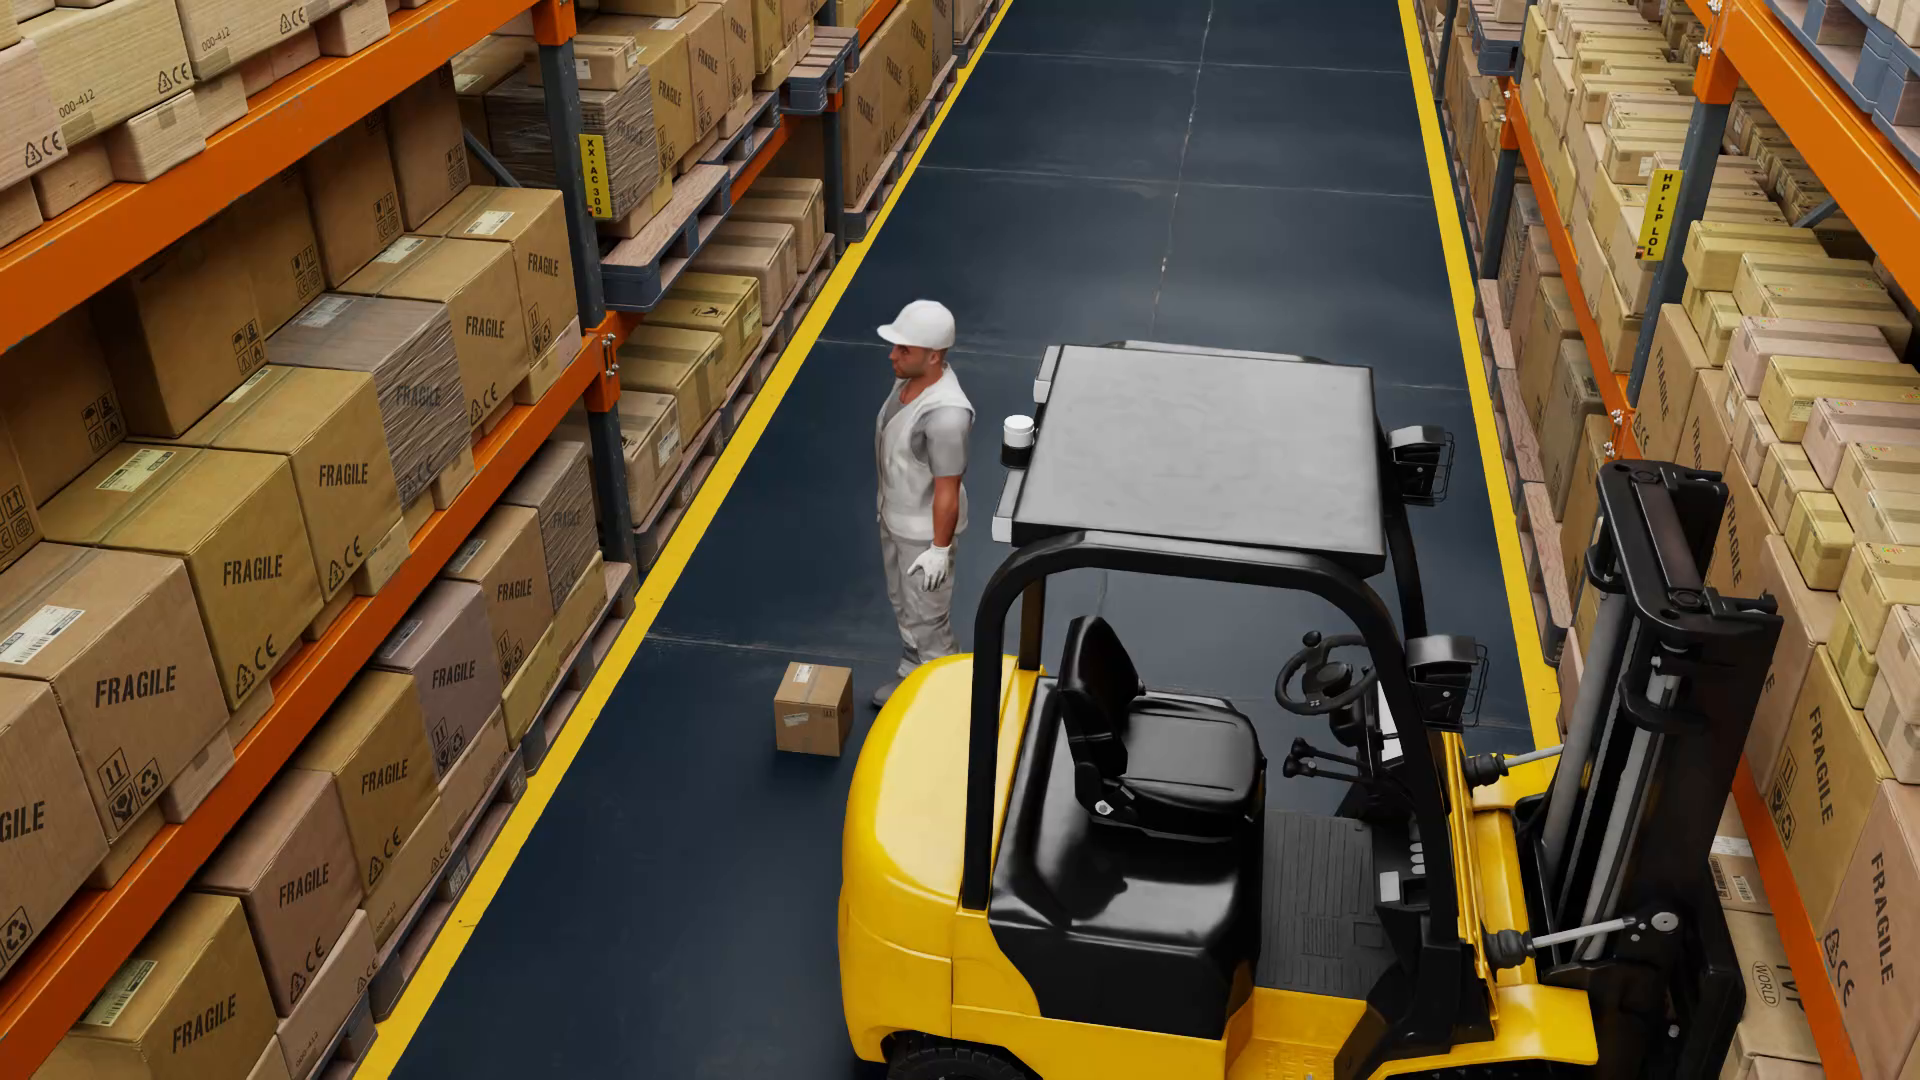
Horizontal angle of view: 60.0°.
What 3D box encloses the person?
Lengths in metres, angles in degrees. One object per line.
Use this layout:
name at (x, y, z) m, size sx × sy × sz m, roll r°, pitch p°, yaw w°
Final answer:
person at (-0.155, -0.060, 6.207) m, size 0.351 × 1.790 × 0.529 m, roll -9°, pitch 33°, yaw -14°
